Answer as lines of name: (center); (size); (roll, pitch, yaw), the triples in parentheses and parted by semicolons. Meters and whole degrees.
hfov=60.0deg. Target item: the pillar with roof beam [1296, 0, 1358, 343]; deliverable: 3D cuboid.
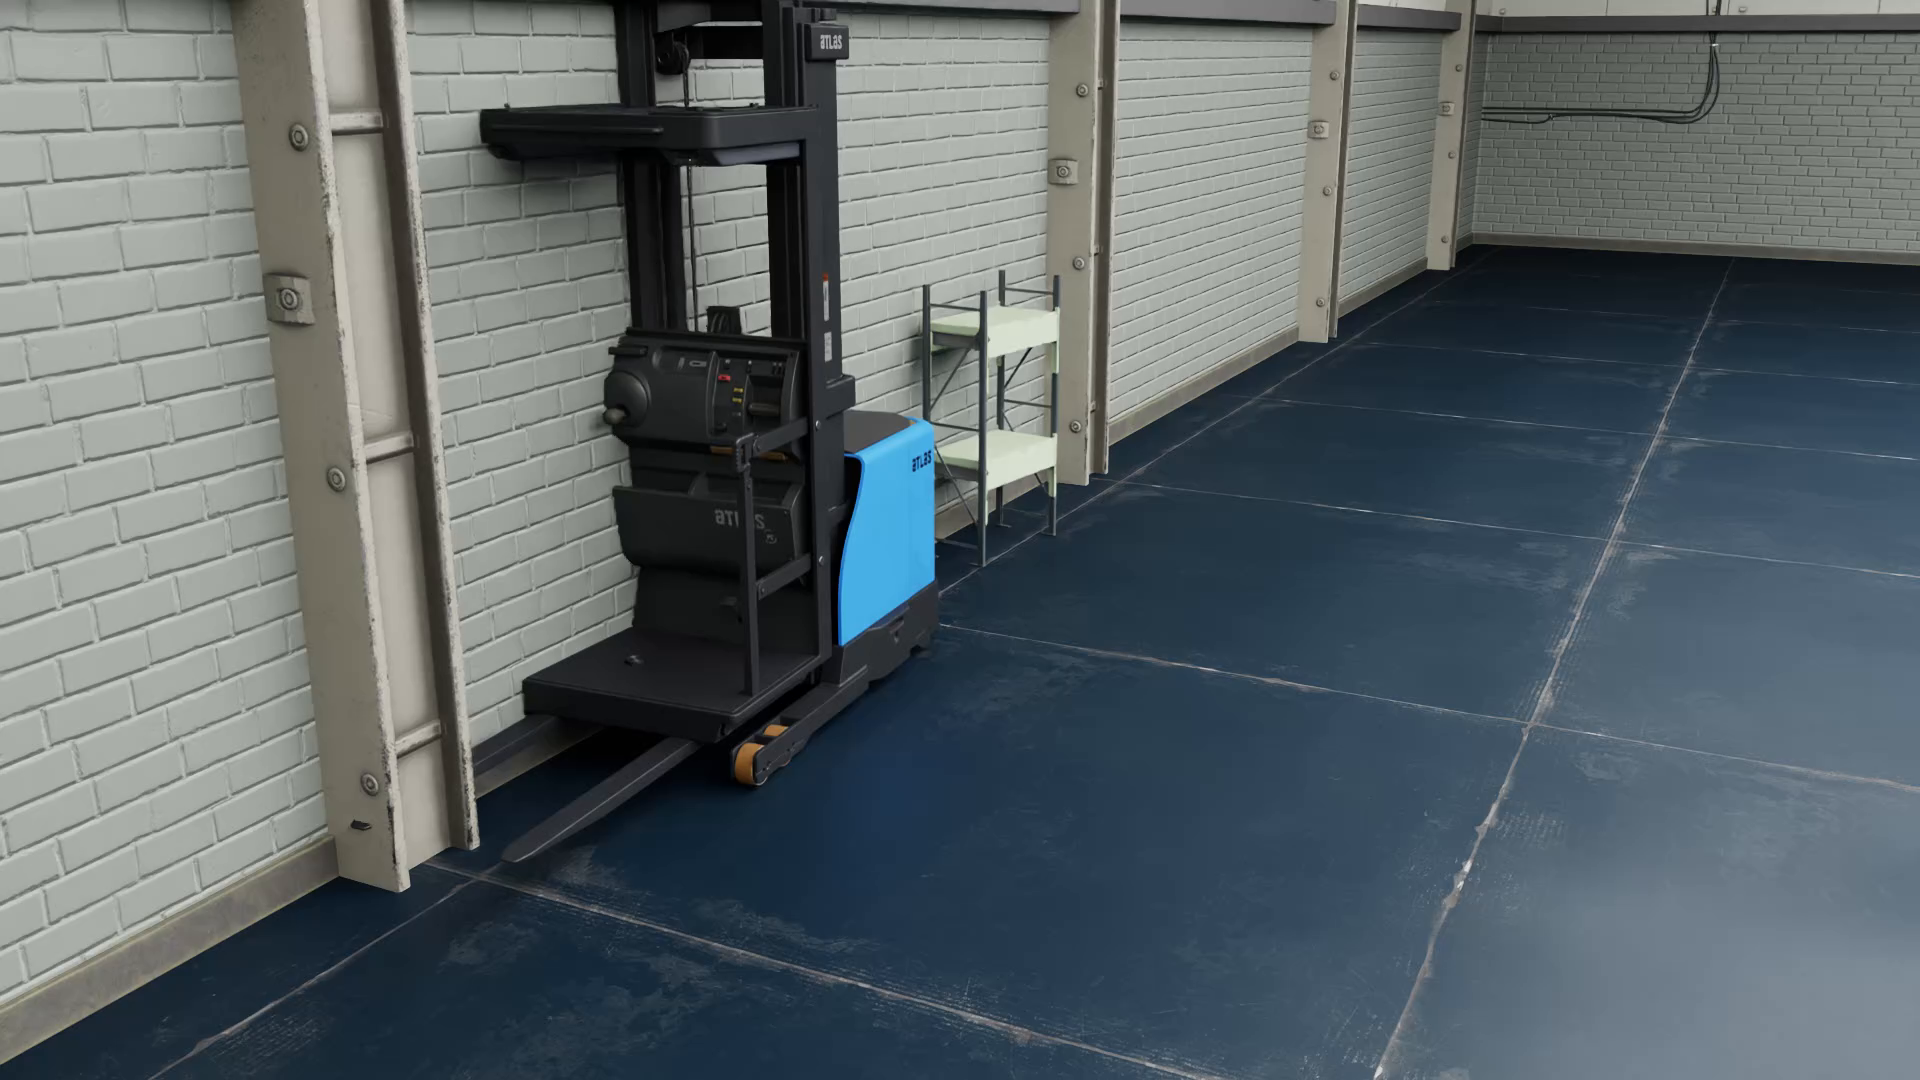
pillar with roof beam: (7.291, -5.713, 12.956); (9.100, 9.000, 0.400); (8, 18, 25)

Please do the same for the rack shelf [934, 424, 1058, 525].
rack shelf: (0.176, -0.376, 9.297); (0.431, 0.370, 0.720); (11, 20, 33)

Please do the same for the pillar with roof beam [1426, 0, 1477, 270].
pillar with roof beam: (9.972, -7.242, 18.101); (9.100, 9.000, 0.400); (8, 18, 25)

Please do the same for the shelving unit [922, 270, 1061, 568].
shelving unit: (0.177, -0.688, 9.203); (0.431, 1.500, 0.755); (11, 20, 33)

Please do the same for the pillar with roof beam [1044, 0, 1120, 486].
pillar with roof beam: (4.610, -4.185, 7.810); (9.100, 9.000, 0.400); (8, 18, 25)

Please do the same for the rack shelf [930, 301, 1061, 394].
rack shelf: (0.178, -1.062, 9.091); (0.431, 0.370, 0.720); (11, 20, 33)

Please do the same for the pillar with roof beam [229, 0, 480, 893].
pillar with roof beam: (1.929, -2.657, 2.665); (9.100, 9.000, 0.400); (8, 18, 25)

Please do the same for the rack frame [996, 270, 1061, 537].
rack frame: (0.384, -0.774, 9.492); (0.400, 1.500, 0.023); (11, 20, 33)

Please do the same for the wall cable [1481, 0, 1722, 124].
wall cable: (8.620, -6.883, 22.347); (3.097, 2.526, 0.112); (8, 18, 25)

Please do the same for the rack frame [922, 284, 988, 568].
rack frame: (-0.031, -0.602, 8.914); (0.400, 1.500, 0.023); (11, 20, 33)

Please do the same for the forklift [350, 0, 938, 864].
forklift: (-1.140, -0.600, 6.397); (1.130, 2.935, 3.031); (7, 18, 22)
